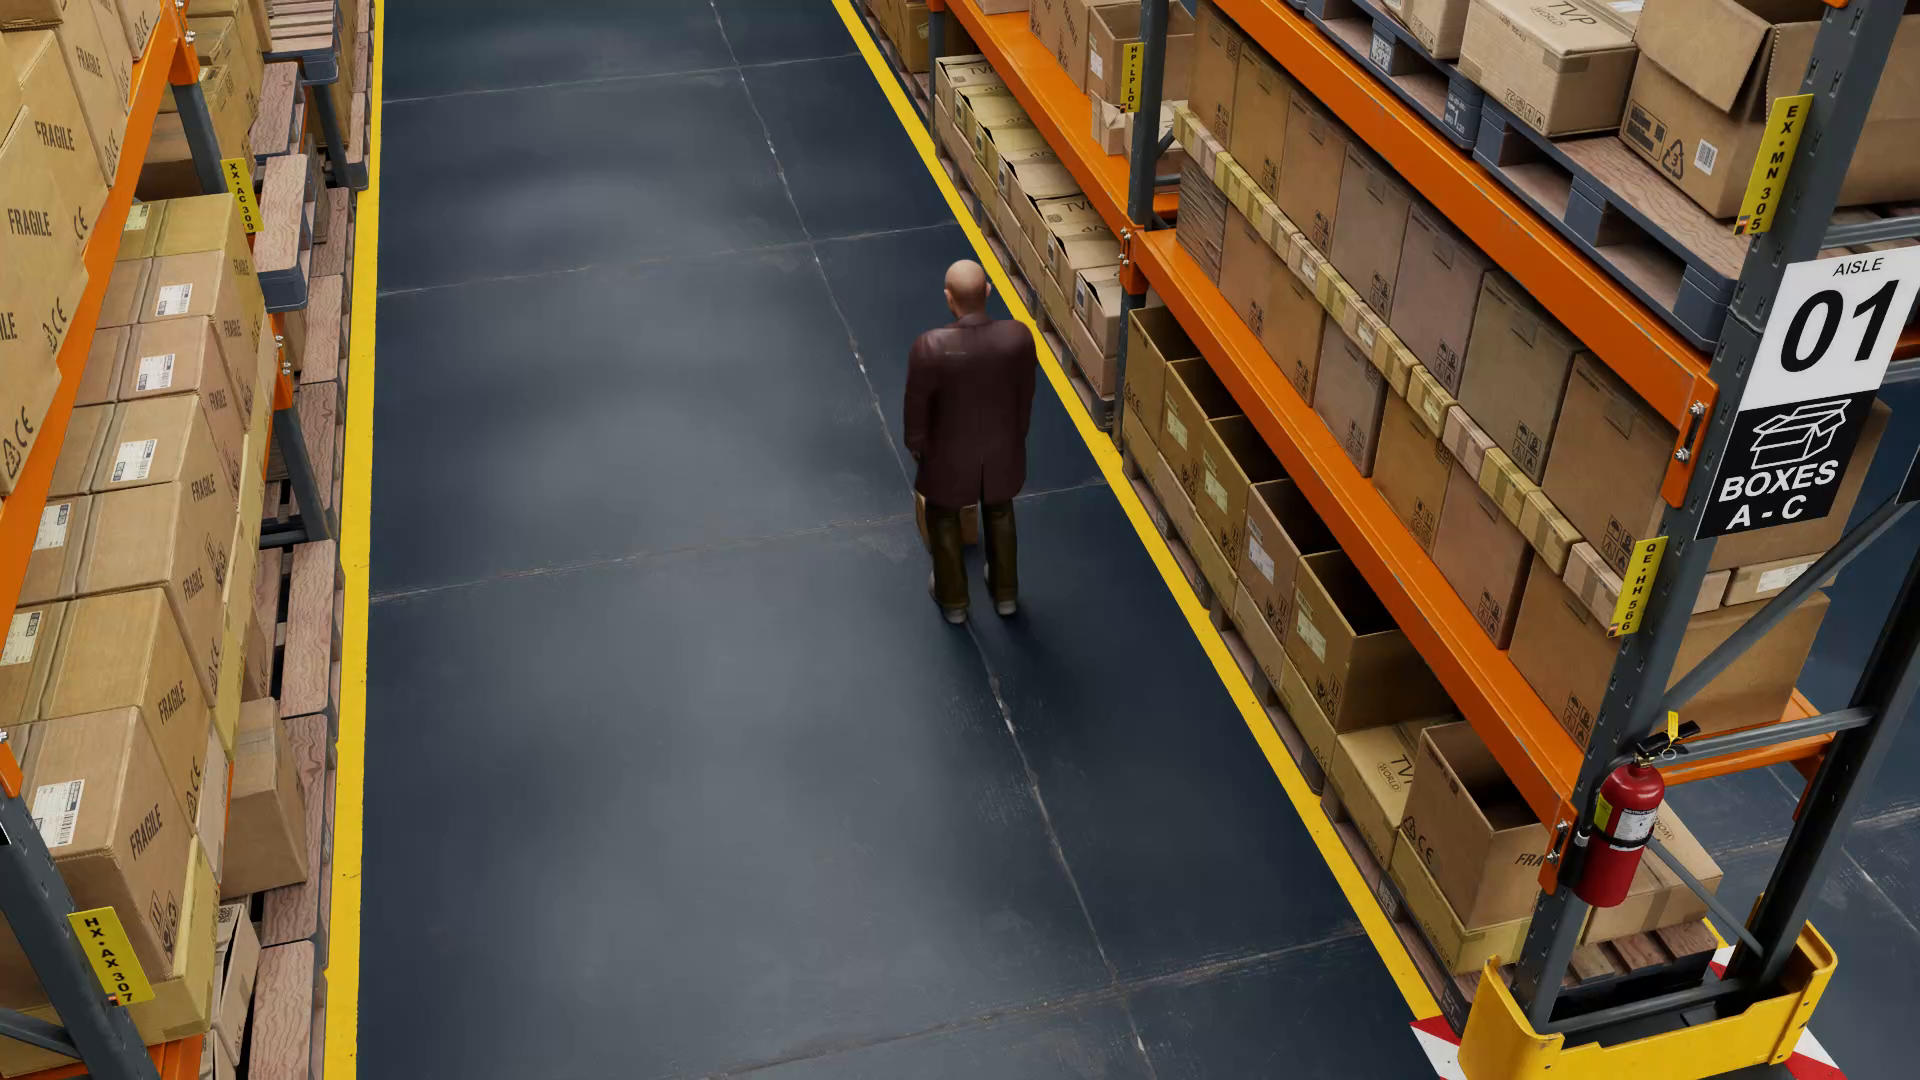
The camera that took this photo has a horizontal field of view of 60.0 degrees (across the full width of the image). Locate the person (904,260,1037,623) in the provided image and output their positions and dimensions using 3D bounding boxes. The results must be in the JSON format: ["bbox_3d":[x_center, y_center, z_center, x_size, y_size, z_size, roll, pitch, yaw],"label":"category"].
[{"bbox_3d":[0.033,-0.417,7.295,0.572,1.759,0.384,-8,38,-10],"label":"person"}]
